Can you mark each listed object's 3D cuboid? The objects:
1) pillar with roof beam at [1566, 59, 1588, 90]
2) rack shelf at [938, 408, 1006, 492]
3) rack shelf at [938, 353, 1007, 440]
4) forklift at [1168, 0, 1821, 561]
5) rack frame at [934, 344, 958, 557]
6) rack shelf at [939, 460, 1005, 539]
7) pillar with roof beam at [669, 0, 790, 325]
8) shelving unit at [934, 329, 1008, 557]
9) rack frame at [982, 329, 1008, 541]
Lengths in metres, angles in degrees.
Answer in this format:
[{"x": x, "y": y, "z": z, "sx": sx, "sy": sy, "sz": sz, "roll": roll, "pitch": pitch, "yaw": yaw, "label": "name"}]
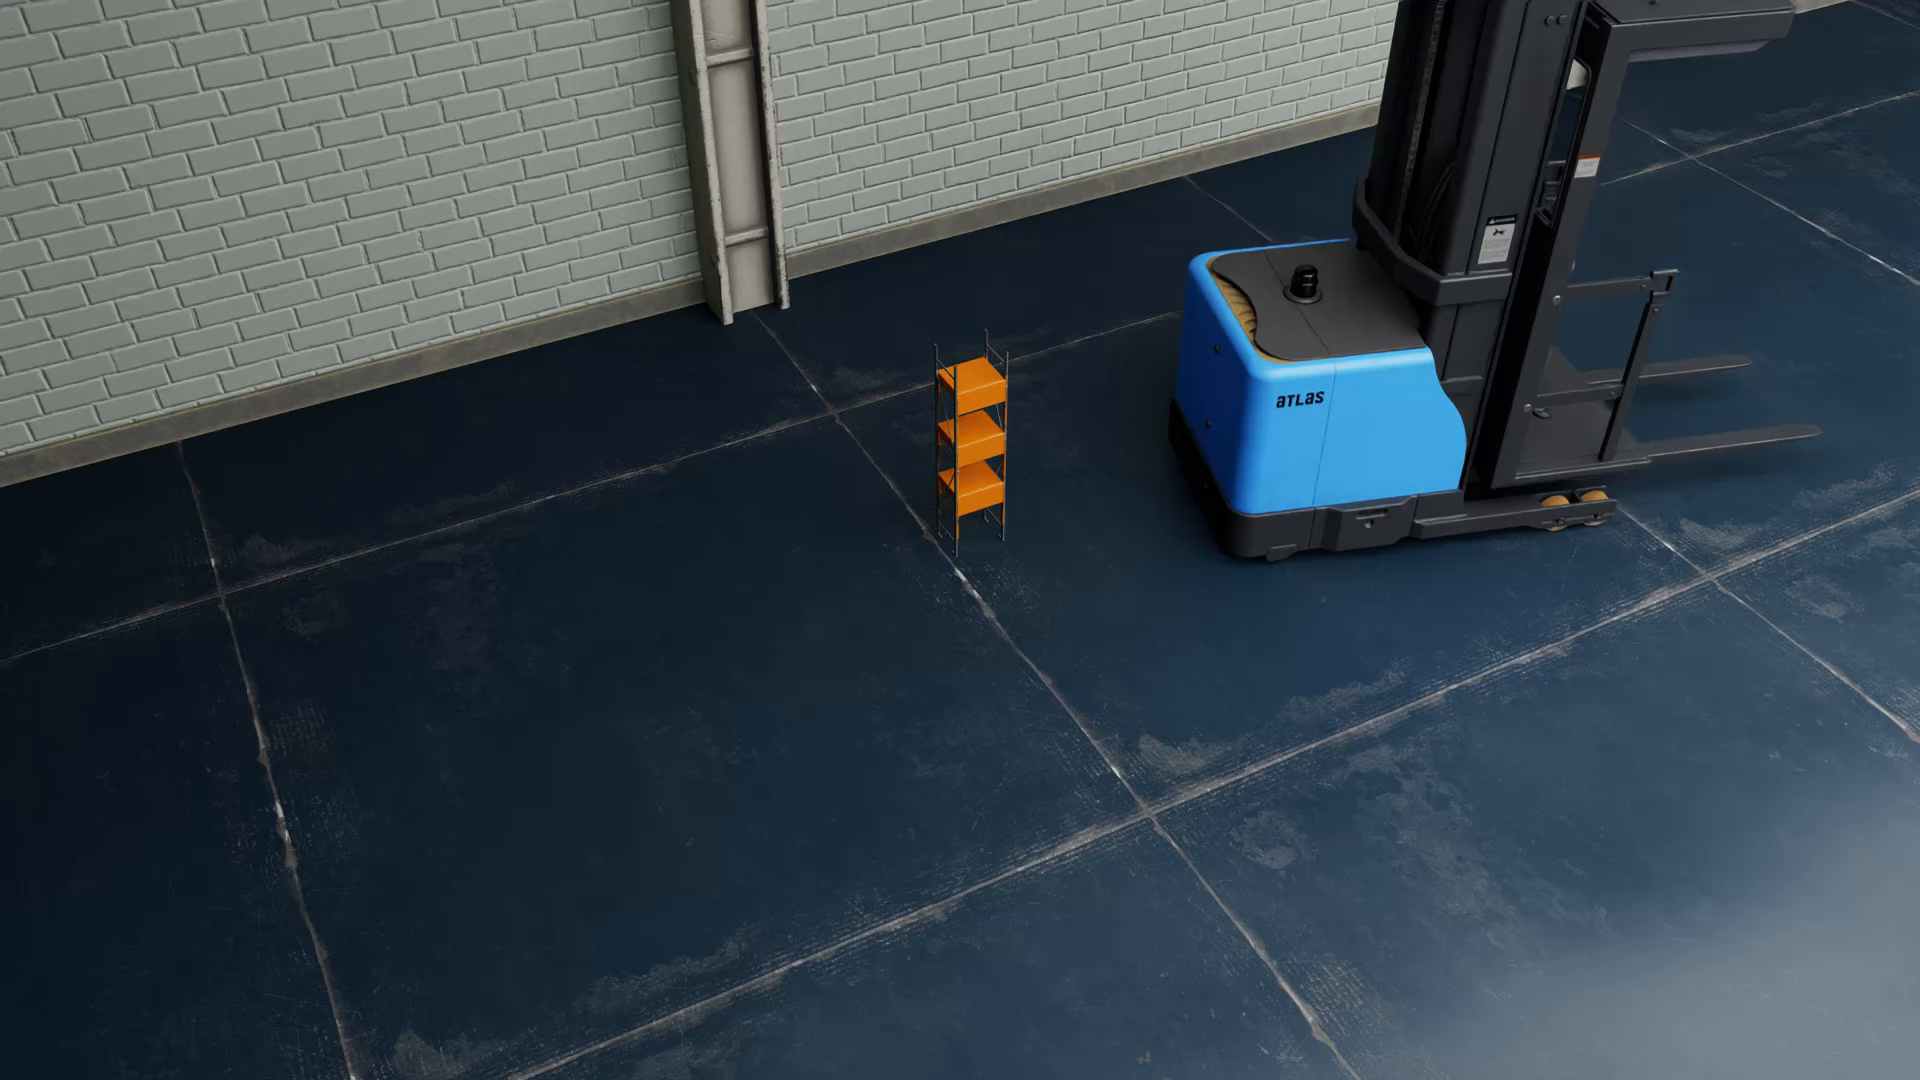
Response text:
[{"x": 6.118, "y": -4.087, "z": 5.602, "sx": 0.400, "sy": 9.000, "sz": 9.100, "roll": -19, "pitch": 44, "yaw": -21, "label": "pillar with roof beam"}, {"x": 0.047, "y": -0.409, "z": 7.425, "sx": 0.240, "sy": 0.259, "sz": 0.215, "roll": -19, "pitch": 44, "yaw": -21, "label": "rack shelf"}, {"x": 0.047, "y": -0.625, "z": 7.242, "sx": 0.240, "sy": 0.259, "sz": 0.215, "roll": -19, "pitch": 44, "yaw": -21, "label": "rack shelf"}, {"x": 2.601, "y": -1.491, "z": 7.232, "sx": 3.031, "sy": 2.935, "sz": 1.130, "roll": -7, "pitch": 41, "yaw": -8, "label": "forklift"}, {"x": -0.061, "y": -0.380, "z": 7.376, "sx": 0.008, "sy": 1.050, "sz": 0.200, "roll": -19, "pitch": 44, "yaw": -21, "label": "rack frame"}, {"x": 0.047, "y": -0.196, "z": 7.605, "sx": 0.240, "sy": 0.259, "sz": 0.215, "roll": -19, "pitch": 44, "yaw": -21, "label": "rack shelf"}, {"x": 0.796, "y": -2.296, "z": 3.486, "sx": 0.400, "sy": 9.000, "sz": 9.100, "roll": -19, "pitch": 44, "yaw": -21, "label": "pillar with roof beam"}, {"x": 0.047, "y": -0.417, "z": 7.419, "sx": 0.252, "sy": 1.050, "sz": 0.215, "roll": -19, "pitch": 44, "yaw": -21, "label": "shelving unit"}, {"x": 0.156, "y": -0.453, "z": 7.462, "sx": 0.008, "sy": 1.050, "sz": 0.200, "roll": -19, "pitch": 44, "yaw": -21, "label": "rack frame"}]
